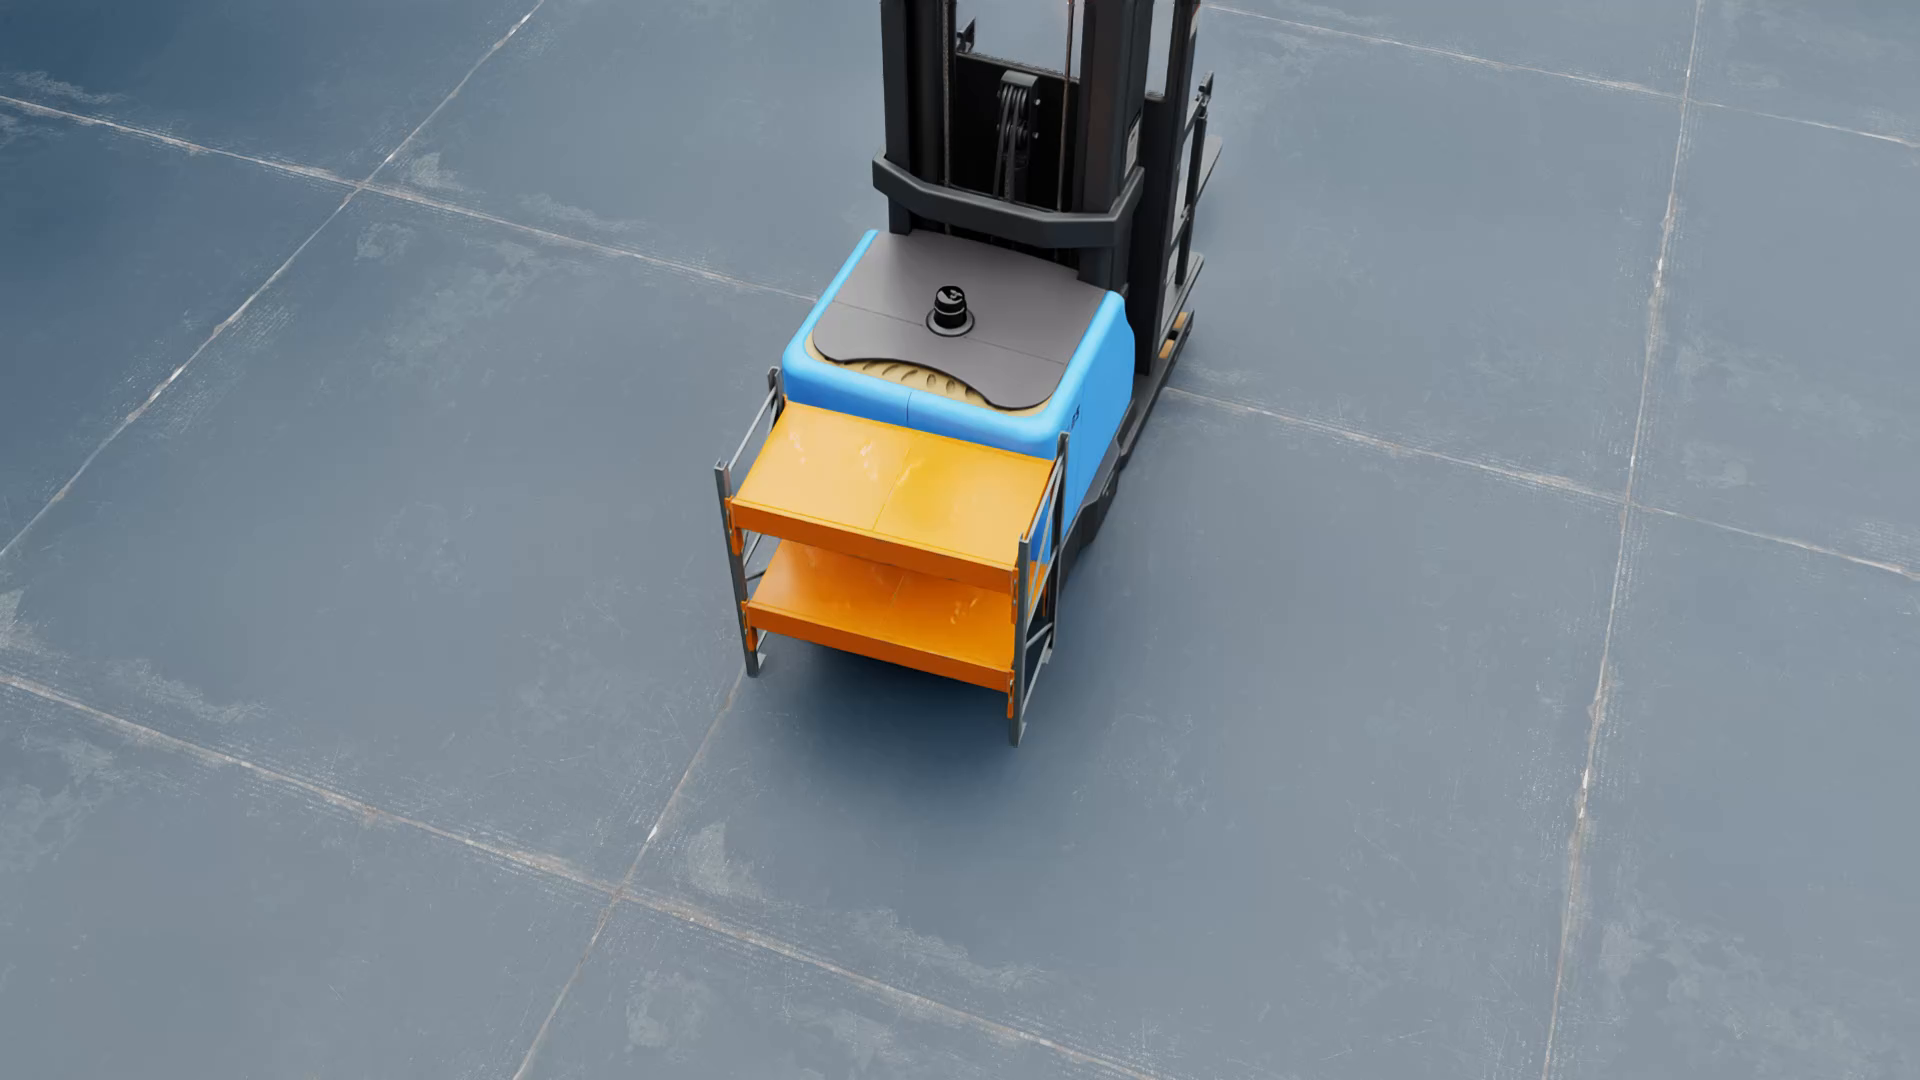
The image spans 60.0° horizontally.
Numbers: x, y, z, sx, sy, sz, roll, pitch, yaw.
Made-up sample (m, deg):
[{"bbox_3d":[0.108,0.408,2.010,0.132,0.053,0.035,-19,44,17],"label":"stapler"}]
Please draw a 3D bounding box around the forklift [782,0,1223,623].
[{"bbox_3d":[0.384,-1.784,6.223,1.130,2.935,3.031,17,51,14],"label":"forklift"}]

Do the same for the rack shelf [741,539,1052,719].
[{"bbox_3d":[-0.215,0.238,5.989,1.000,0.278,0.538,14,50,11],"label":"rack shelf"}]

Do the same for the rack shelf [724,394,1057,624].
[{"bbox_3d":[-0.215,-0.114,5.583,1.000,0.278,0.538,14,50,11],"label":"rack shelf"}]

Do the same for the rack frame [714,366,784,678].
[{"bbox_3d":[-0.699,-0.038,5.905,0.032,1.125,0.500,14,50,11],"label":"rack frame"}]

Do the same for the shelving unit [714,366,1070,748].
[{"bbox_3d":[-0.215,0.078,5.805,1.048,1.125,0.538,14,50,11],"label":"shelving unit"}]

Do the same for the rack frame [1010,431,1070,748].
[{"bbox_3d":[0.270,0.195,5.704,0.032,1.125,0.500,14,50,11],"label":"rack frame"}]
